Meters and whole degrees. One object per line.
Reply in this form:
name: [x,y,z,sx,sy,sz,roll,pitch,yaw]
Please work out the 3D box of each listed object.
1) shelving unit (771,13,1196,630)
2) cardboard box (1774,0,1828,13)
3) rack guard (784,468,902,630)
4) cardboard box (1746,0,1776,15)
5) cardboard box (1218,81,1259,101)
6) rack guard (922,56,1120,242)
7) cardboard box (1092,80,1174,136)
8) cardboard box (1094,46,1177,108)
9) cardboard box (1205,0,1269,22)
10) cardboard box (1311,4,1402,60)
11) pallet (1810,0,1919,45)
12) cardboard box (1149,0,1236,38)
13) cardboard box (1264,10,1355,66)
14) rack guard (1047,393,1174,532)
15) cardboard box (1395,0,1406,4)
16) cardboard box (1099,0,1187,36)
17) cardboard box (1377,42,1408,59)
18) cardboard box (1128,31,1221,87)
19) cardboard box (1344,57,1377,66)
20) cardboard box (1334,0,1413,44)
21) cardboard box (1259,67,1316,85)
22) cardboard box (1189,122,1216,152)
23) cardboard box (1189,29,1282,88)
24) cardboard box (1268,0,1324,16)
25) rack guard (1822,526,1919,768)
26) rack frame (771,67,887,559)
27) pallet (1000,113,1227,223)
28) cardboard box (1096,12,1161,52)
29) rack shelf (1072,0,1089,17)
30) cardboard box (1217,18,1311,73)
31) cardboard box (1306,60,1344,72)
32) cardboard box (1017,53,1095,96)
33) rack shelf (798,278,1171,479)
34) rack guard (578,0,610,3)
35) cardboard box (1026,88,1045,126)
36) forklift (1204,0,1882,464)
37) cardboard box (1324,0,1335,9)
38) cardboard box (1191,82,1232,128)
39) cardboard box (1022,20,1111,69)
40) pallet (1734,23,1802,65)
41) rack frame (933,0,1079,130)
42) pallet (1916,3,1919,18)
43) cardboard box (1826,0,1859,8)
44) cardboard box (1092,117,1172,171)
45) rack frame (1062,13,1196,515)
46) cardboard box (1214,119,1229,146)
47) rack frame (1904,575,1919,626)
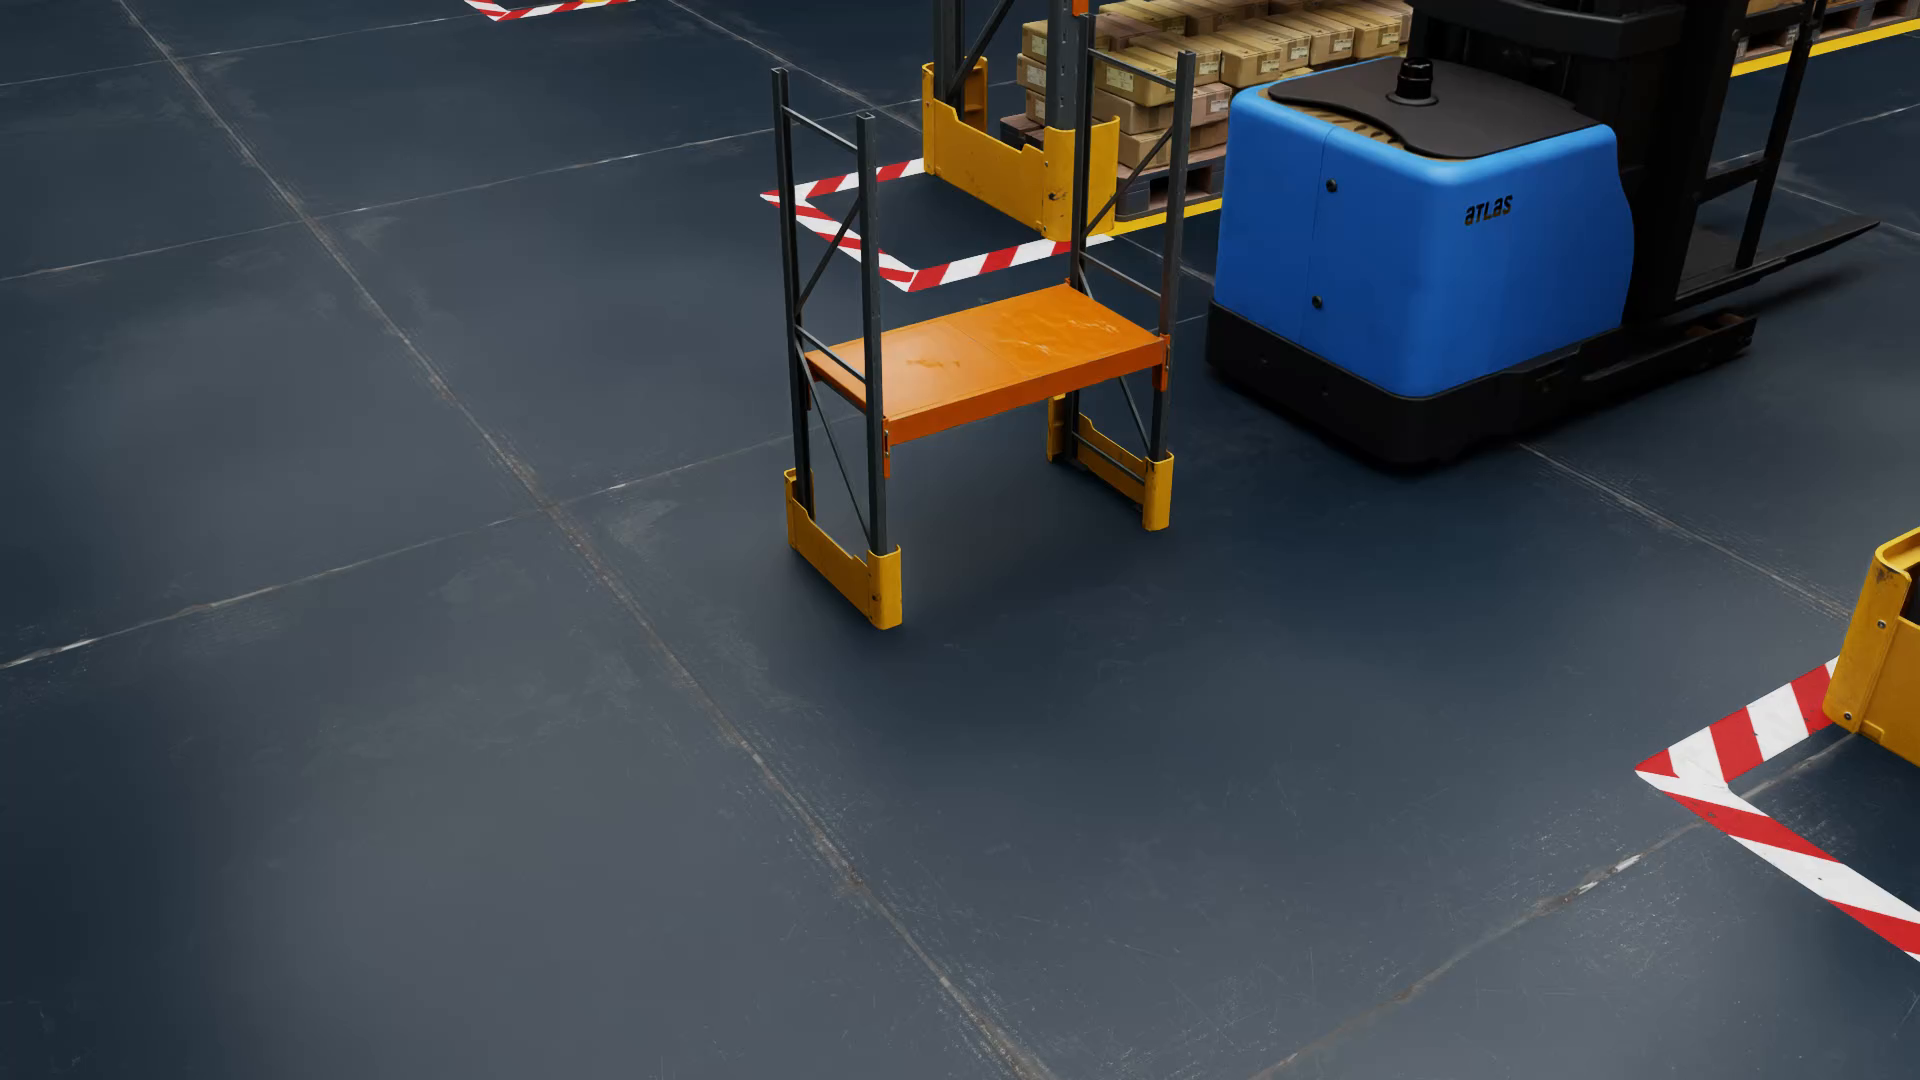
shelving unit: [0.064,-0.656,4.885,1.083,1.500,0.587,-19,37,-27]
cardboard box: [4.764,-3.382,9.749,0.500,0.500,0.500,-17,36,-25]
rack guard: [-0.354,0.016,4.990,0.087,0.250,0.587,-19,37,-27]
cardboard box: [4.320,-3.228,9.505,0.500,0.500,0.500,-17,36,-25]
cardboard box: [1.192,-2.155,7.854,0.250,0.149,0.380,-18,37,-27]
rack guard: [0.258,-1.821,7.669,0.348,0.500,1.175,-19,37,-27]
cardboard box: [0.773,-1.991,7.594,0.250,0.149,0.380,-17,36,-25]
cardboard box: [0.818,-2.079,7.456,0.250,0.149,0.380,-21,38,-29]
cardboard box: [1.340,-2.675,8.399,0.250,0.149,0.380,-18,36,-26]
cardboard box: [1.914,-2.469,8.073,0.250,0.149,0.380,-18,37,-27]
pallet: [5.236,-3.414,10.464,1.213,0.211,1.003,-19,37,-27]
cardboard box: [1.144,-2.572,8.237,0.250,0.149,0.380,-21,38,-29]
cardboard box: [1.668,-2.413,7.985,0.250,0.149,0.380,-17,36,-25]
rack guard: [0.483,-0.272,5.446,0.087,0.250,0.587,-19,37,-27]
cardboard box: [2.341,-2.607,8.292,0.250,0.149,0.380,-20,38,-29]
cardboard box: [0.892,-2.526,8.163,0.250,0.149,0.380,-20,37,-28]
cardboard box: [2.076,-2.470,8.354,0.250,0.149,0.380,-17,36,-25]
cardboard box: [0.985,-2.213,7.667,0.250,0.149,0.380,-18,37,-26]
cardboard box: [1.843,-2.397,8.238,0.250,0.149,0.380,-17,36,-25]
cardboard box: [2.073,-2.584,8.256,0.250,0.149,0.380,-19,37,-27]
cardboard box: [1.466,-2.180,7.895,0.250,0.149,0.380,-18,36,-26]
cardboard box: [0.983,-1.949,7.806,0.250,0.149,0.380,-19,37,-27]
cardboard box: [1.266,-2.228,7.692,0.250,0.149,0.380,-19,37,-27]
cardboard box: [1.622,-2.701,8.441,0.250,0.149,0.380,-20,38,-29]
rack guard: [2.776,0.461,4.051,0.348,0.500,1.175,-19,37,-27]
rack frame: [-0.356,-0.512,4.656,0.032,1.500,0.500,-19,37,-27]
pallet: [0.960,-1.918,8.093,1.213,0.211,1.003,-19,37,-27]
cardboard box: [0.744,-2.394,7.954,0.250,0.149,0.380,-18,37,-26]
rack shelf: [1.875,-3.131,8.076,4.000,0.370,1.077,-19,37,-27]
cardboard box: [1.429,-2.337,7.864,0.250,0.149,0.380,-21,38,-30]
cardboard box: [1.638,-2.300,8.084,0.250,0.149,0.380,-21,38,-29]
cardboard box: [0.483,-2.235,7.981,0.250,0.149,0.380,-20,37,-29]
rack shelf: [0.072,-0.507,4.985,1.000,0.185,0.538,-19,37,-27]
rack guard: [-2.593,-3.983,11.096,0.348,0.500,1.175,-19,37,-27]
cardboard box: [0.523,-2.074,8.005,0.250,0.149,0.380,-18,37,-26]
forklift: [2.418,-2.091,5.818,3.031,2.935,1.130,-20,37,-28]
cardboard box: [1.827,-2.789,8.581,0.250,0.149,0.380,-19,37,-27]
cardboard box: [1.034,-2.045,7.679,0.250,0.149,0.380,-19,37,-27]
cardboard box: [0.501,-2.347,7.880,0.250,0.149,0.380,-19,37,-27]
pallet: [4.209,-3.059,9.902,1.213,0.211,1.003,-19,37,-27]
rack frame: [0.194,-2.857,6.967,0.127,3.000,1.000,-19,37,-27]
pallet: [6.260,-3.765,11.020,1.213,0.211,1.003,-19,37,-27]
cardboard box: [5.197,-3.539,9.998,0.500,0.500,0.500,-18,37,-26]
cardboard box: [0.807,-1.836,7.628,0.250,0.149,0.380,-18,37,-26]
rack frame: [0.499,-0.806,5.122,0.032,1.500,0.500,-19,37,-27]
cardboard box: [1.188,-2.024,7.925,0.250,0.149,0.380,-19,37,-27]
rack frame: [2.796,-0.603,3.395,0.127,3.000,1.000,-19,37,-27]
